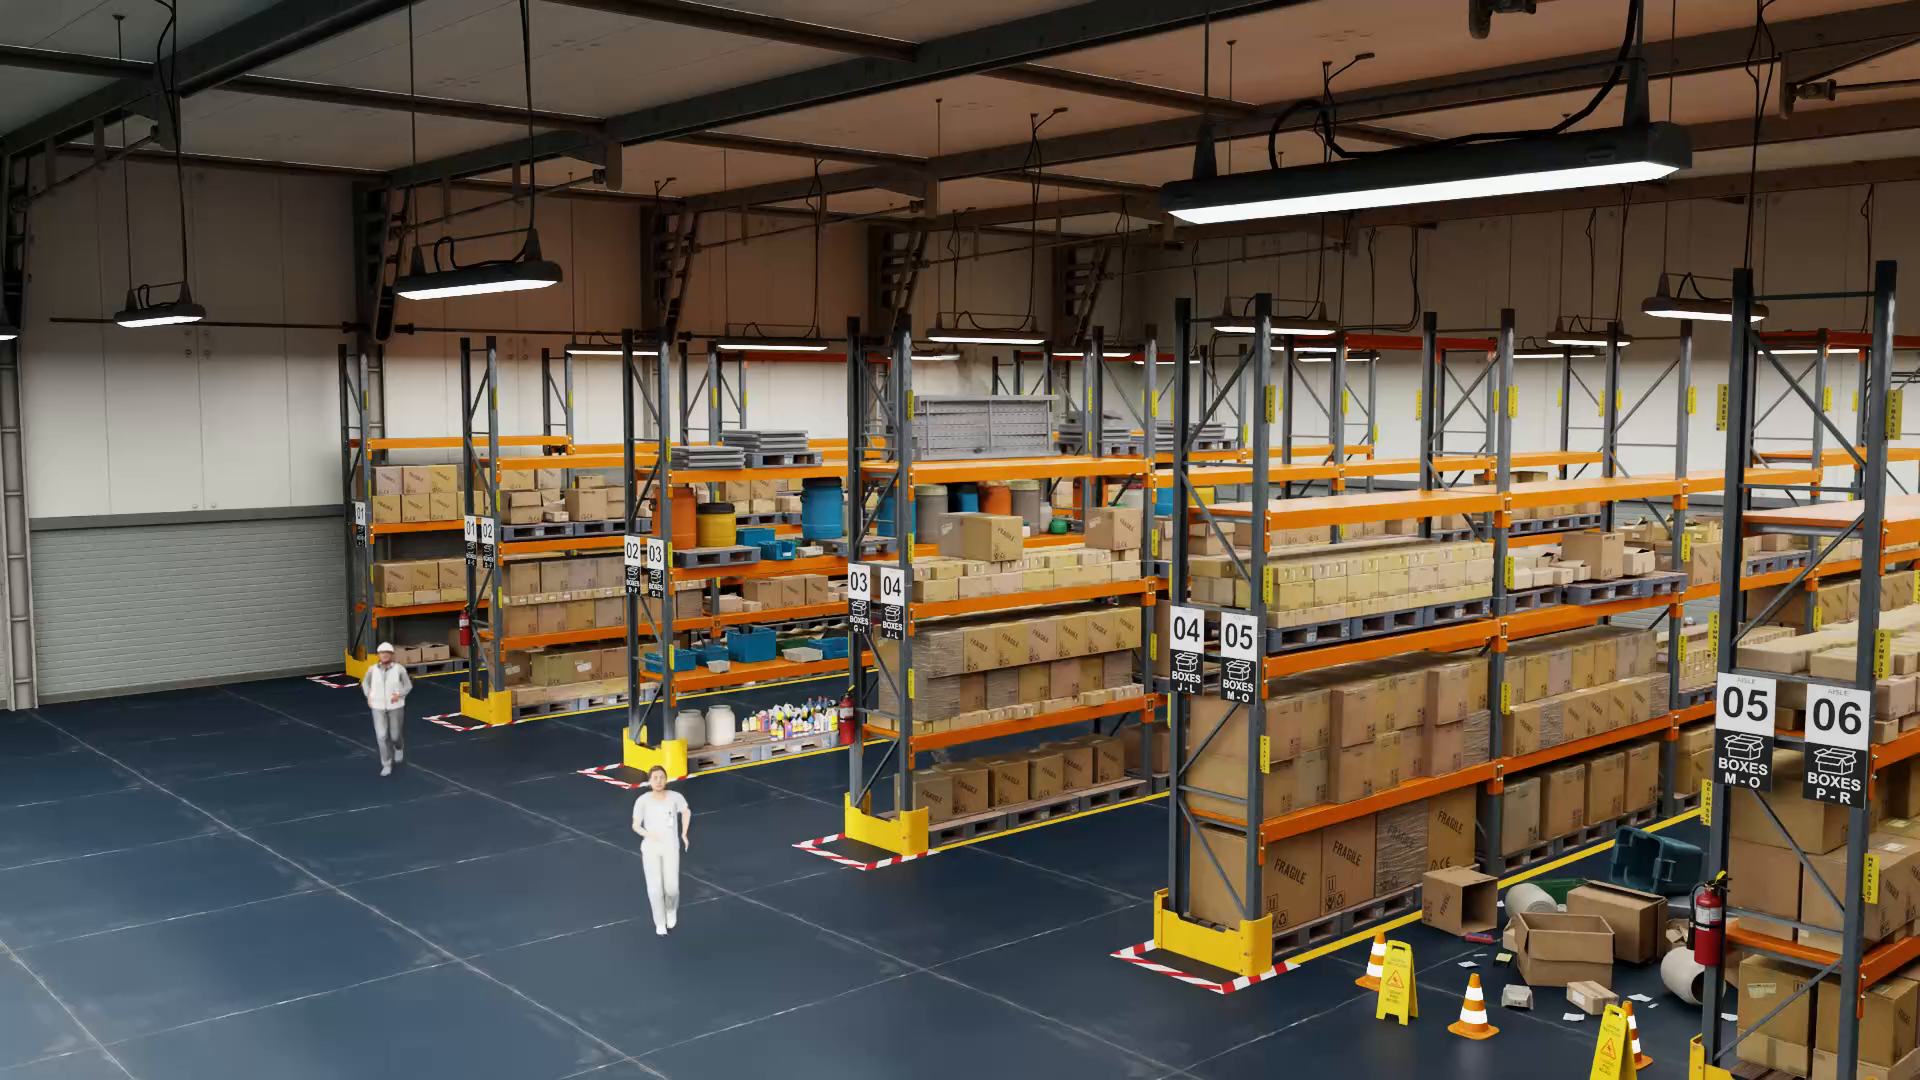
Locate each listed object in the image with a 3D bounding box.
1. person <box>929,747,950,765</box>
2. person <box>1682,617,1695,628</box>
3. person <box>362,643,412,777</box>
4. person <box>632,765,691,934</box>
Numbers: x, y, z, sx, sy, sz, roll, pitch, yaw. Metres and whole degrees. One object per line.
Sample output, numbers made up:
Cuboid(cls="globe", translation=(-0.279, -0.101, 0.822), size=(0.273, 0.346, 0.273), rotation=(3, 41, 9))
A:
Cuboid(cls="person", translation=(-0.314, 2.312, 21.867), size=(0.649, 1.779, 0.714), rotation=(4, 7, 40))
Cuboid(cls="person", translation=(11.393, 2.018, 25.991), size=(0.628, 1.684, 0.981), rotation=(4, 7, 40))
Cuboid(cls="person", translation=(-7.784, 2.268, 22.600), size=(0.668, 1.766, 0.758), rotation=(-1, 5, -12))
Cuboid(cls="person", translation=(-2.810, 2.940, 15.691), size=(0.549, 1.633, 0.582), rotation=(-1, 5, -11))
